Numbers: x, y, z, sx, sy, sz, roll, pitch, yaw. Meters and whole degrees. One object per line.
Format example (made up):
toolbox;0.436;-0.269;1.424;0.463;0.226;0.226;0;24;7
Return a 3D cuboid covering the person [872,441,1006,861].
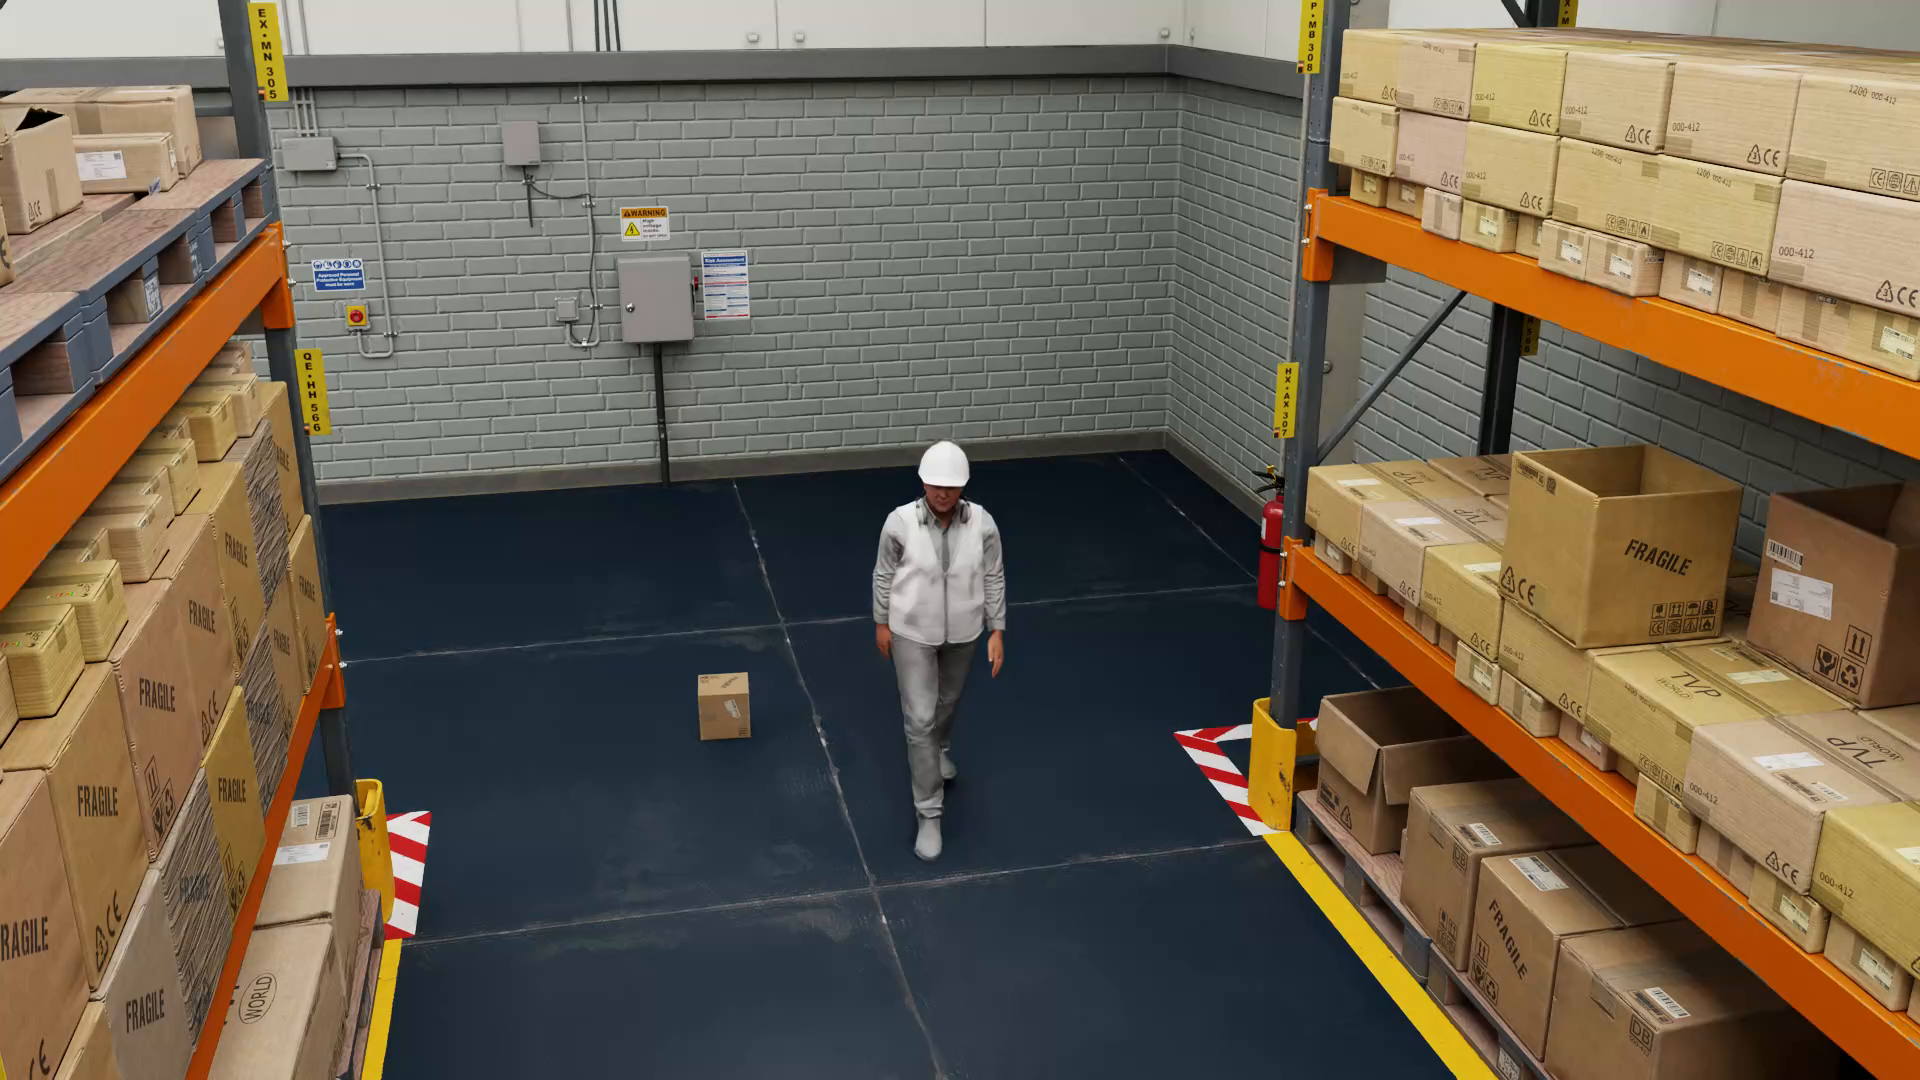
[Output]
person;-0.087;0.412;7.389;0.562;1.779;0.902;-5;20;-15
